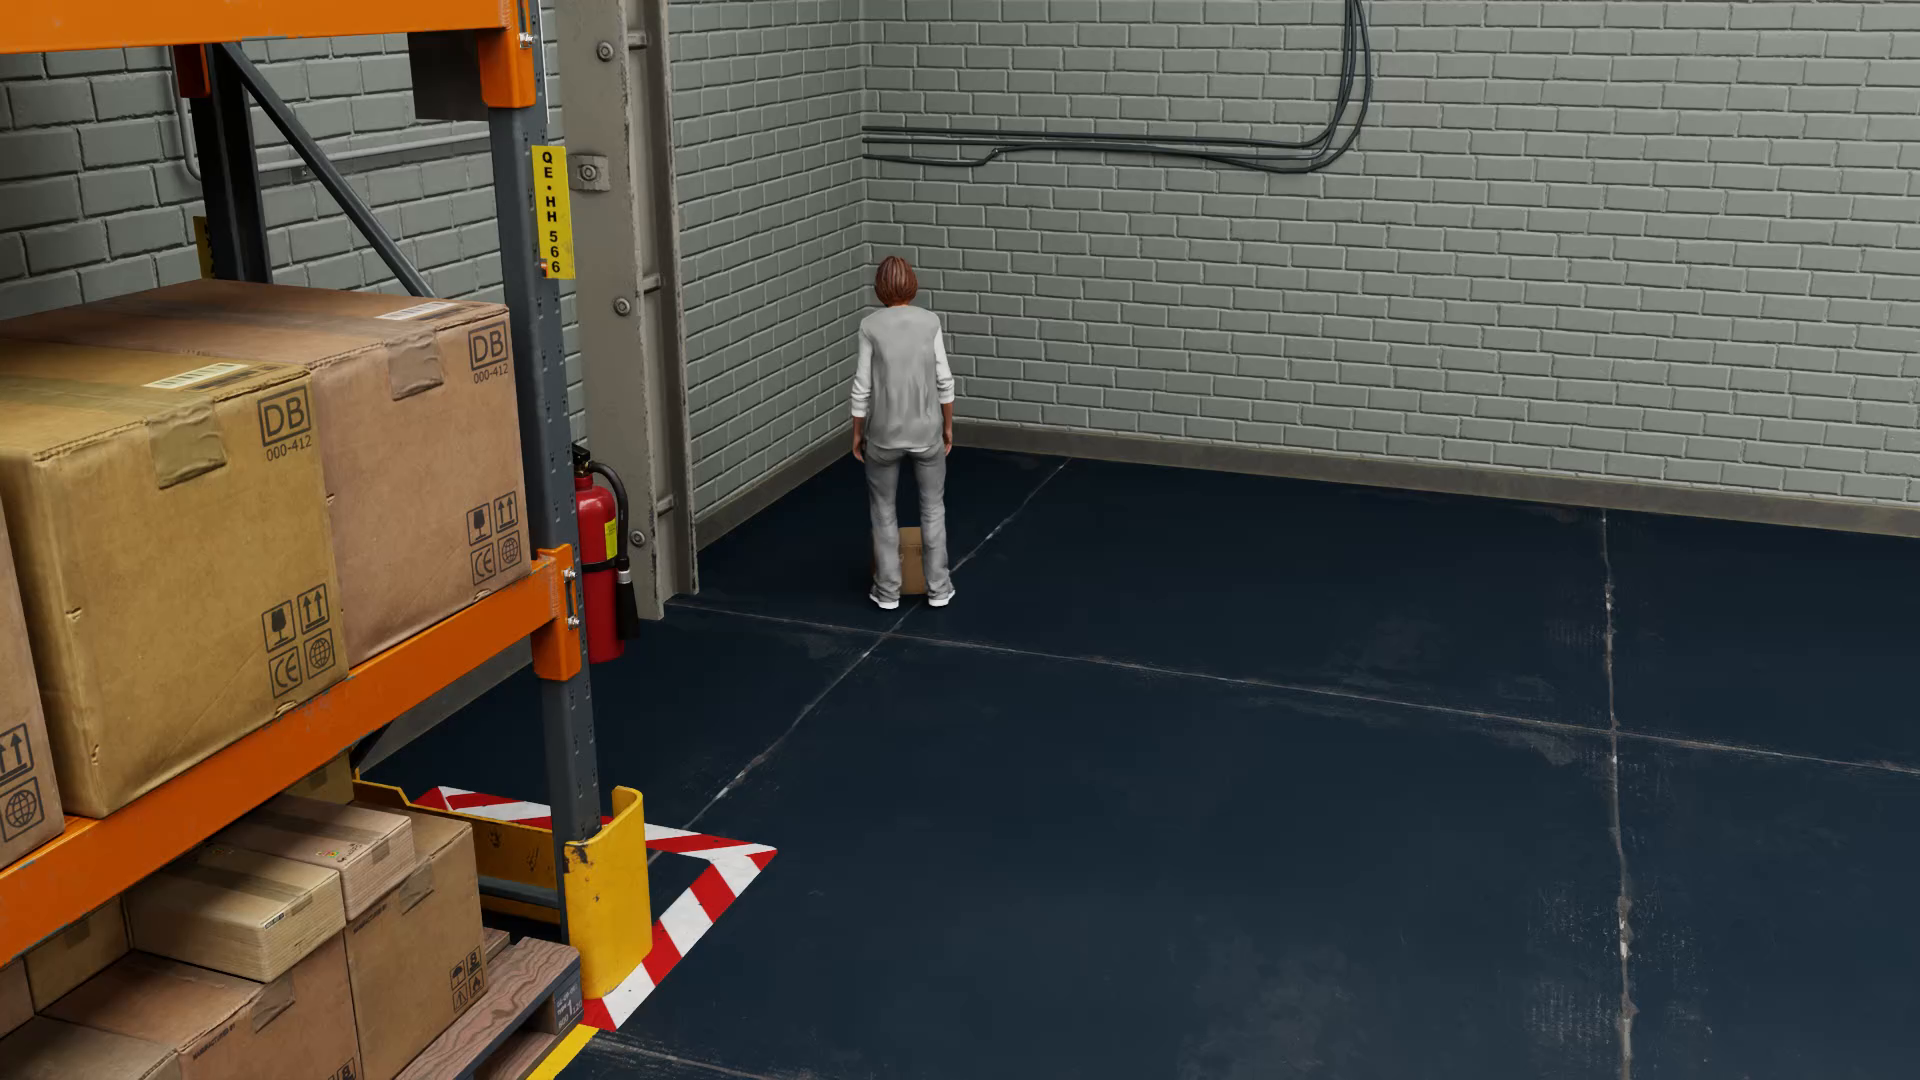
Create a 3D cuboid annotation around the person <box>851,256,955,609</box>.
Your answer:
[{"bbox_3d":[-0.248,-0.458,7.417,0.478,1.592,0.347,-3,19,-9],"label":"person"}]
